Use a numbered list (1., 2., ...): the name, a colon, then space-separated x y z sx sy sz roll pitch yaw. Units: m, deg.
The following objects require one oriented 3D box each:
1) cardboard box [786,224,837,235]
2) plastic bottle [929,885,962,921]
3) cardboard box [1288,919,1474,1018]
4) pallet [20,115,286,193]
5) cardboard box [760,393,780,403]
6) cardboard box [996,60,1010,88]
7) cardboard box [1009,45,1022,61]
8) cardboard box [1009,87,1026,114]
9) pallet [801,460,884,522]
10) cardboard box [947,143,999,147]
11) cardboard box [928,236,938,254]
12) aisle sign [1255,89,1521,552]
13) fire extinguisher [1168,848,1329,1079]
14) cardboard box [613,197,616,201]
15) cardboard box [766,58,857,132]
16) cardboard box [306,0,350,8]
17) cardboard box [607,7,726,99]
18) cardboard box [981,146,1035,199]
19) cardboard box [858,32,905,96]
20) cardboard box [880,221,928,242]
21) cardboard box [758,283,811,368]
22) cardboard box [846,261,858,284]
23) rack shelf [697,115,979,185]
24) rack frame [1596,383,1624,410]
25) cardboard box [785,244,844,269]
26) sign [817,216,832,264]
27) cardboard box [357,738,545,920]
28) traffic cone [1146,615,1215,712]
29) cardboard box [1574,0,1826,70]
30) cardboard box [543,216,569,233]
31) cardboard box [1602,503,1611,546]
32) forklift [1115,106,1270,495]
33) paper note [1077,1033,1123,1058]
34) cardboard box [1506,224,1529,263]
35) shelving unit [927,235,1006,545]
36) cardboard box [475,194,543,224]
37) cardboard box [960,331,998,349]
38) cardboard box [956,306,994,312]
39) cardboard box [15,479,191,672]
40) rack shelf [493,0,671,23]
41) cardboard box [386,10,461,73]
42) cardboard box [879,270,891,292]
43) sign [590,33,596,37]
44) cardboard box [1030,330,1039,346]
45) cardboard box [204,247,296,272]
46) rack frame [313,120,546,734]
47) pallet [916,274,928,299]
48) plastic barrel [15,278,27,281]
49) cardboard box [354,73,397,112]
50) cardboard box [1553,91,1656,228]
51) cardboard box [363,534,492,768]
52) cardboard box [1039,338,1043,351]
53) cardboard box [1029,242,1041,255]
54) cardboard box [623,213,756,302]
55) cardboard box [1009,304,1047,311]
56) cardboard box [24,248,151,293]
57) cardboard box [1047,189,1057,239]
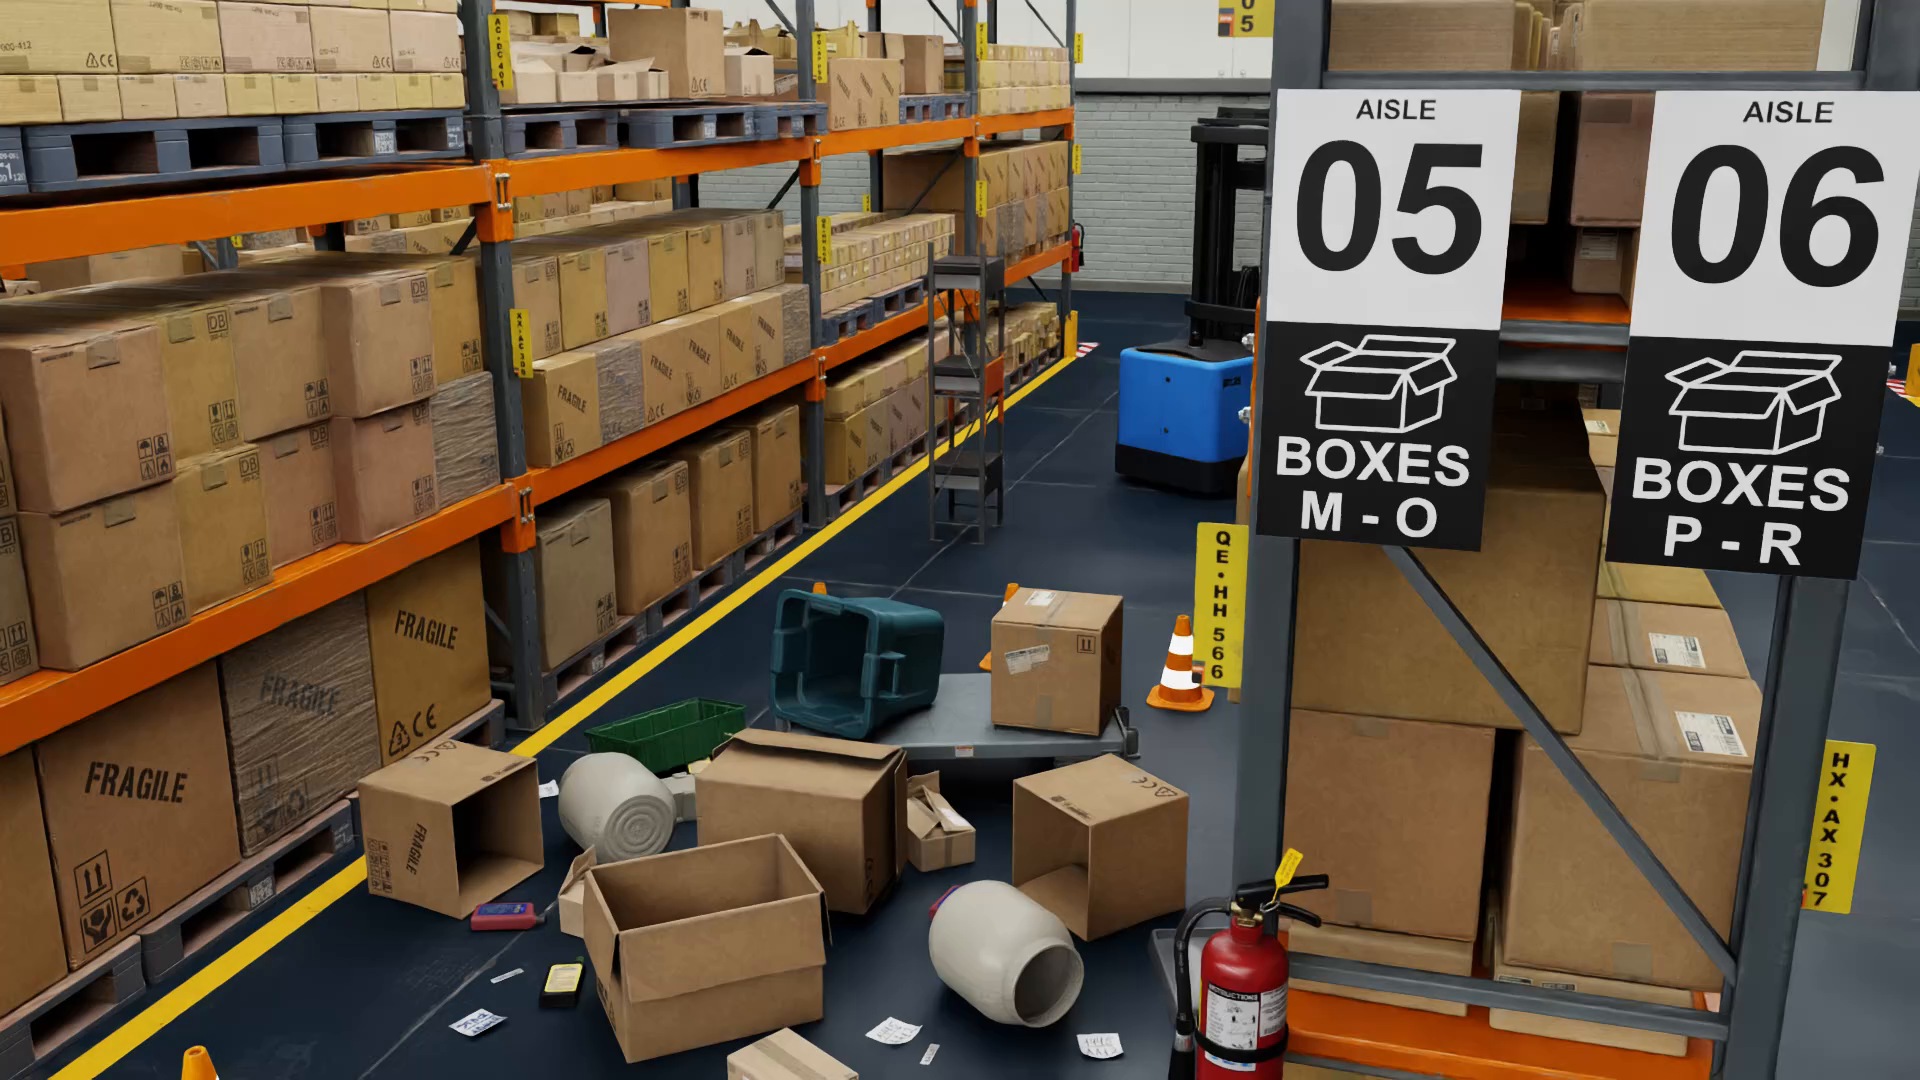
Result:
1. cardboard box: -1.258 -2.575 14.010 0.380 0.149 0.250 5 17 18
2. plastic bottle: -0.002 1.443 6.629 0.133 0.061 0.283 8 18 25
3. cardboard box: 0.927 0.890 3.654 0.380 0.149 0.250 5 17 18
4. pallet: -3.203 -1.389 5.895 1.003 0.211 1.213 5 16 16
5. cardboard box: -1.533 -1.126 12.739 0.500 0.250 0.500 4 16 15
6. cardboard box: 0.174 -4.462 15.925 0.500 0.250 0.500 5 16 16
7. cardboard box: 0.396 -4.814 16.435 0.380 0.149 0.250 5 17 19
8. cardboard box: 0.346 -4.351 16.450 0.500 0.250 0.500 5 17 18
9. pallet: -1.252 -0.429 12.956 1.003 0.211 1.213 5 16 16
10. cardboard box: 0.109 -3.968 17.761 0.500 0.500 0.500 4 16 15
11. cardboard box: -0.410 -2.584 14.589 0.380 0.149 0.250 5 17 18
12. aisle sign: 0.730 -0.373 2.883 0.394 0.787 0.004 5 16 16
13. fire extinguisher: 0.551 0.915 3.247 0.296 0.674 0.183 5 16 16
14. cardboard box: -4.324 -4.037 20.295 0.500 0.250 0.500 4 16 14
15. cardboard box: -1.058 -3.186 11.886 0.500 0.500 0.500 5 16 16
16. cardboard box: -2.626 -2.158 6.491 0.380 0.149 0.250 5 17 17
17. cardboard box: -1.701 -2.831 9.681 0.500 0.500 0.500 5 16 16
18. cardboard box: 0.476 -3.785 17.115 0.500 0.500 0.500 4 16 14
19. cardboard box: -0.904 -3.914 13.675 0.797 0.503 0.637 4 16 15
20. cardboard box: -0.491 -2.654 14.289 0.380 0.149 0.250 5 16 16
21. cardboard box: -1.346 -1.476 11.353 0.500 0.500 0.500 5 16 16
22. cardboard box: -0.998 -2.043 12.680 0.380 0.149 0.250 4 16 14
23. rack shelf: -0.907 -3.187 13.389 1.077 0.370 4.000 5 16 16
24. rack frame: 2.162 -0.163 6.906 1.000 3.000 0.127 5 16 16
25. cardboard box: -1.085 -2.110 12.373 0.380 0.149 0.250 4 16 14
26. sign: -0.942 -2.081 11.549 0.100 0.325 0.005 5 16 16
27. cardboard box: -2.069 1.167 6.794 0.500 0.500 0.500 8 18 25
28. traffic cone: 1.173 0.625 8.778 0.336 0.463 0.334 5 16 16
29. cardboard box: 1.322 -0.899 3.004 0.380 0.149 0.250 5 16 15
30. cardboard box: -4.535 -3.327 17.793 0.500 0.250 0.500 5 16 16
31. cardboard box: 1.851 0.187 4.943 0.500 0.500 0.500 4 16 15
32. forklift: 2.693 -2.074 13.772 3.031 2.935 1.130 -14 21 -40
33. paper note: 0.481 1.724 5.694 0.142 0.019 0.148 -1 16 -3
34. cardboard box: 1.142 -0.749 3.936 0.380 0.149 0.250 5 17 16
35. shelving unit: 0.047 -1.053 11.696 0.431 2.100 0.503 5 16 16
36. cardboard box: -4.684 -3.561 17.243 0.500 0.500 0.500 5 16 16
37. cardboard box: 0.170 -2.011 16.788 0.380 0.149 0.250 4 16 14
38. cardboard box: 0.166 -2.528 18.610 0.380 0.149 0.250 5 16 16
39. cardboard box: -3.272 0.071 5.806 0.875 0.550 0.550 5 16 16
40. rack shelf: -4.497 -5.895 18.173 1.077 0.370 4.000 5 16 16
41. cardboard box: -2.506 -2.135 7.141 0.500 0.250 0.500 4 16 15
42. cardboard box: -0.780 -2.096 13.413 0.380 0.149 0.250 5 17 17
43. sign: -4.459 -6.017 20.301 0.100 0.325 0.005 5 16 16
44. cardboard box: 0.641 -2.200 18.000 0.380 0.149 0.250 5 17 17
45. cardboard box: -5.803 -2.132 13.665 0.500 0.500 0.500 5 17 18
46. rack frame: -2.612 -0.520 8.166 1.000 3.000 0.127 5 16 16
47. pallet: -0.695 -2.332 14.906 1.003 0.211 1.213 5 16 16
48. plastic barrel: -9.985 -2.460 18.080 0.600 0.901 0.708 5 16 16
49. cardboard box: -2.553 -1.839 6.825 0.380 0.149 0.250 5 17 17
50. cardboard box: 1.424 -0.741 3.178 0.500 0.250 0.500 4 16 15
51. cardboard box: -2.858 0.459 7.837 0.875 0.875 0.875 5 17 17
52. cardboard box: 0.715 -2.199 18.538 0.380 0.149 0.250 5 16 16
53. cardboard box: 0.660 -3.167 17.959 0.380 0.149 0.250 4 16 13
54. cardboard box: -1.755 -1.847 10.827 0.700 0.500 0.500 4 16 15
55. cardboard box: 0.764 -2.557 18.711 0.380 0.149 0.250 5 17 17
56. cardboard box: -6.380 -1.930 12.182 0.700 0.500 0.500 7 17 24
57. cardboard box: 0.766 -3.579 18.222 0.500 0.500 0.500 4 16 15
